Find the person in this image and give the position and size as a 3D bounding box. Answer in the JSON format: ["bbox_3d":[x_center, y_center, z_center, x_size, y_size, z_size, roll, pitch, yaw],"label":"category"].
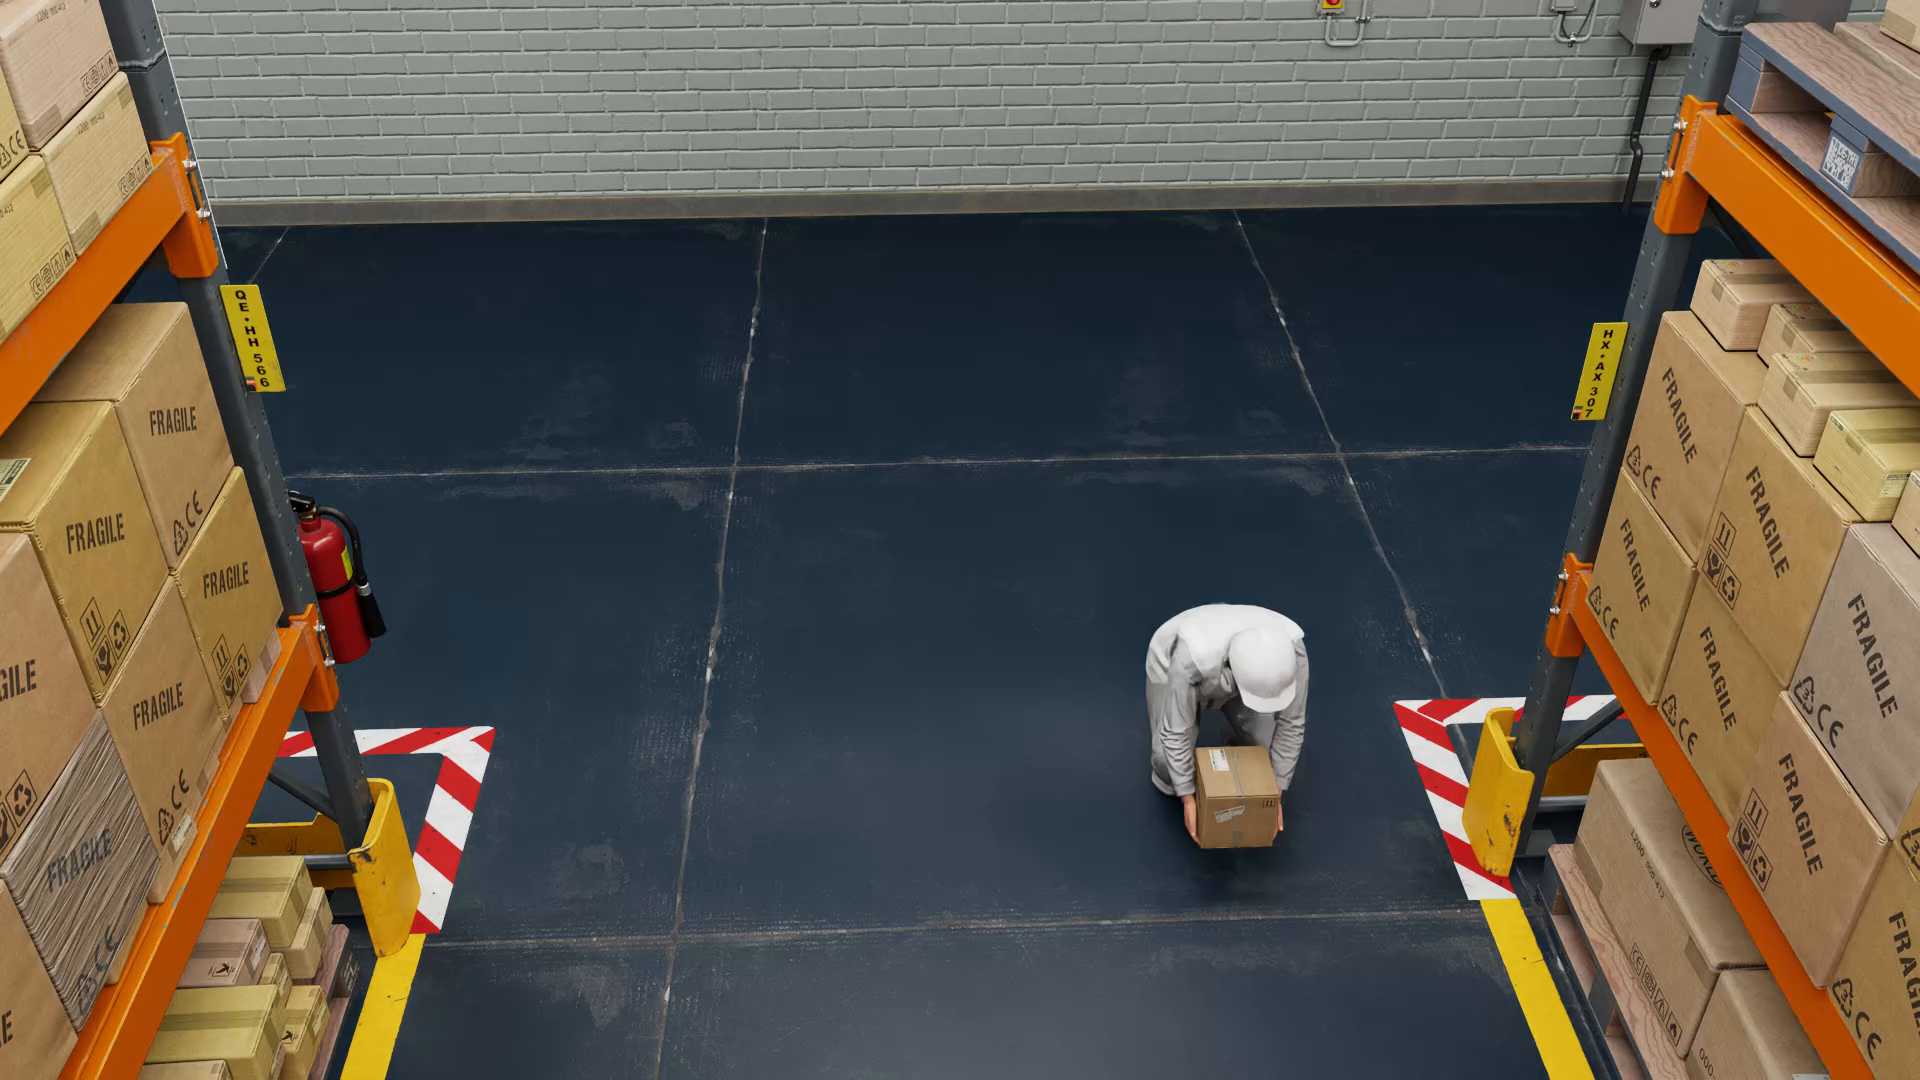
[{"bbox_3d":[0.955,0.561,5.999,0.535,1.007,0.871,-1,35,-2],"label":"person"}]
